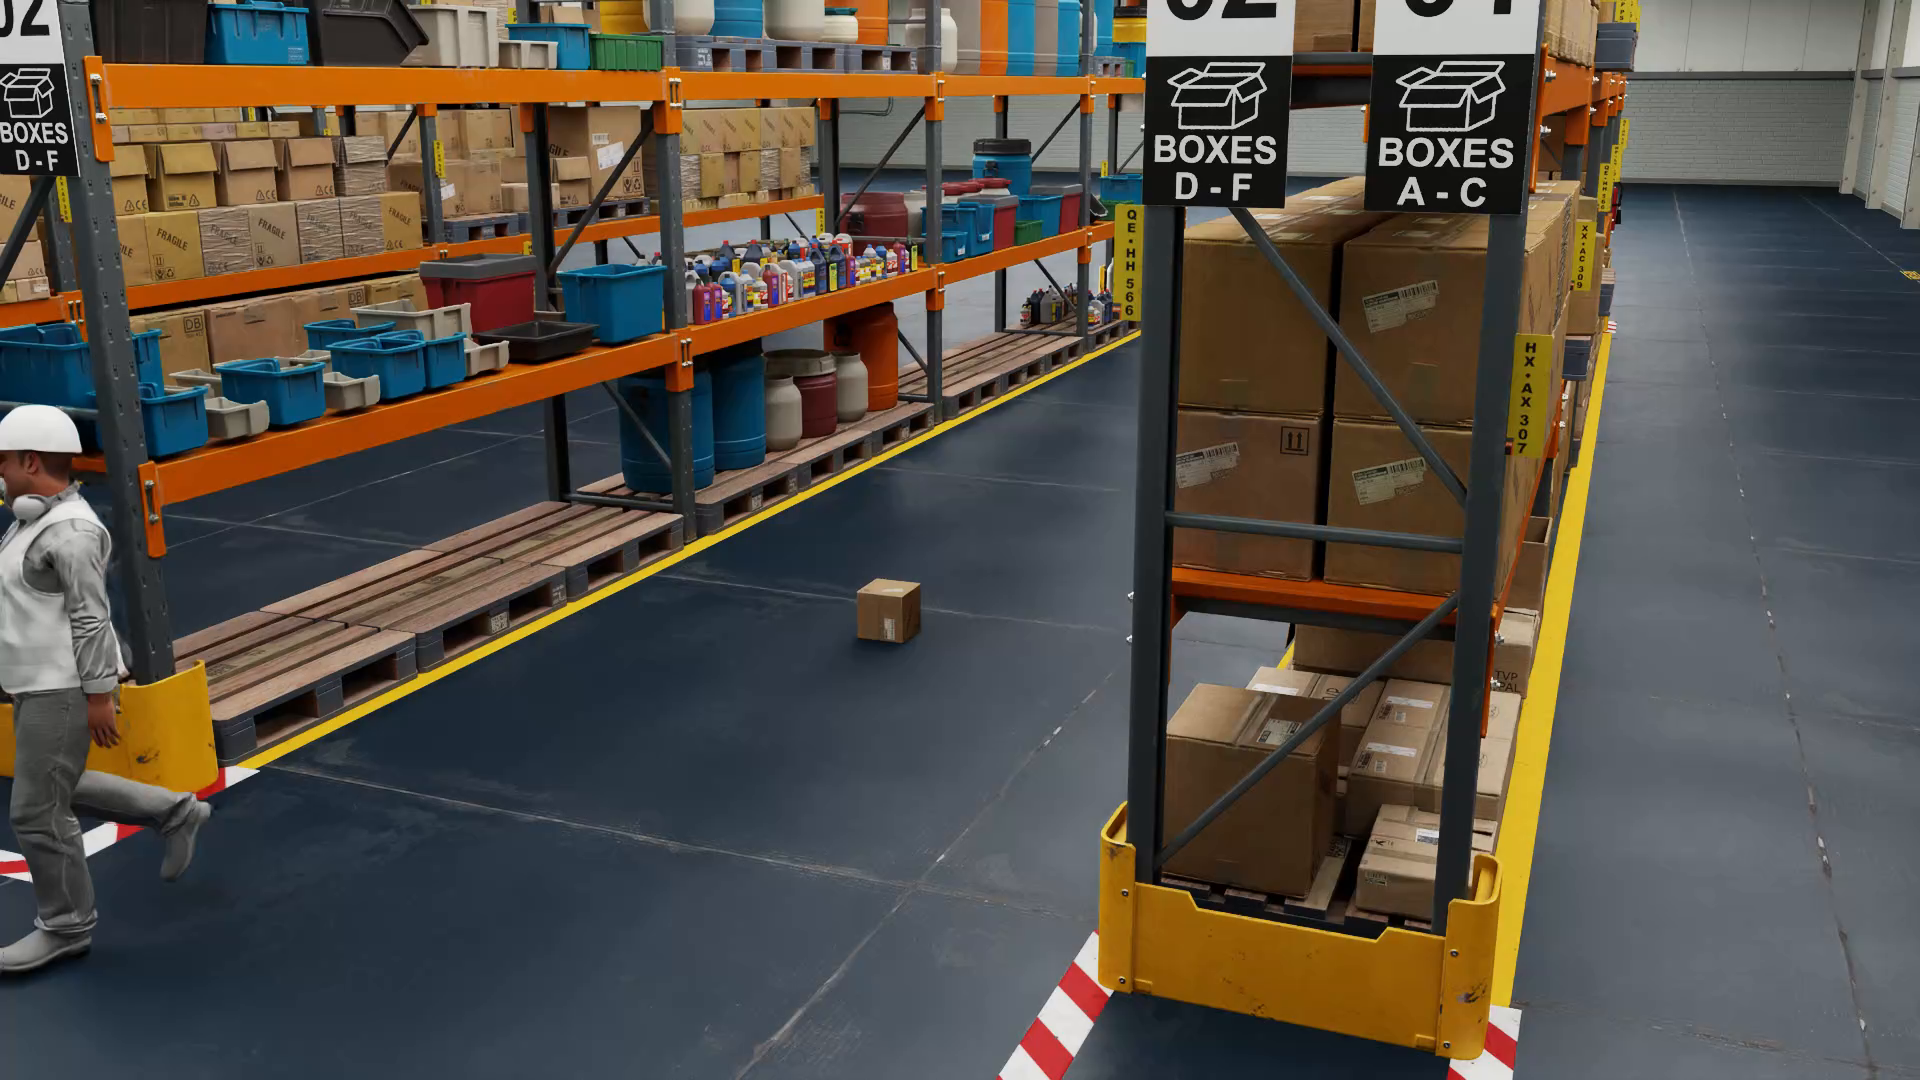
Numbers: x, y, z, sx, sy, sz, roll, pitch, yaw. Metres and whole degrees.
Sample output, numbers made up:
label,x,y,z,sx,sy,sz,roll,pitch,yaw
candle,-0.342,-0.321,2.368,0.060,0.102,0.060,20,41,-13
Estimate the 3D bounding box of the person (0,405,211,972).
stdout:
label,x,y,z,sx,sy,sz,roll,pitch,yaw
person,-2.850,0.434,5.338,0.743,1.745,0.555,-11,19,-36
